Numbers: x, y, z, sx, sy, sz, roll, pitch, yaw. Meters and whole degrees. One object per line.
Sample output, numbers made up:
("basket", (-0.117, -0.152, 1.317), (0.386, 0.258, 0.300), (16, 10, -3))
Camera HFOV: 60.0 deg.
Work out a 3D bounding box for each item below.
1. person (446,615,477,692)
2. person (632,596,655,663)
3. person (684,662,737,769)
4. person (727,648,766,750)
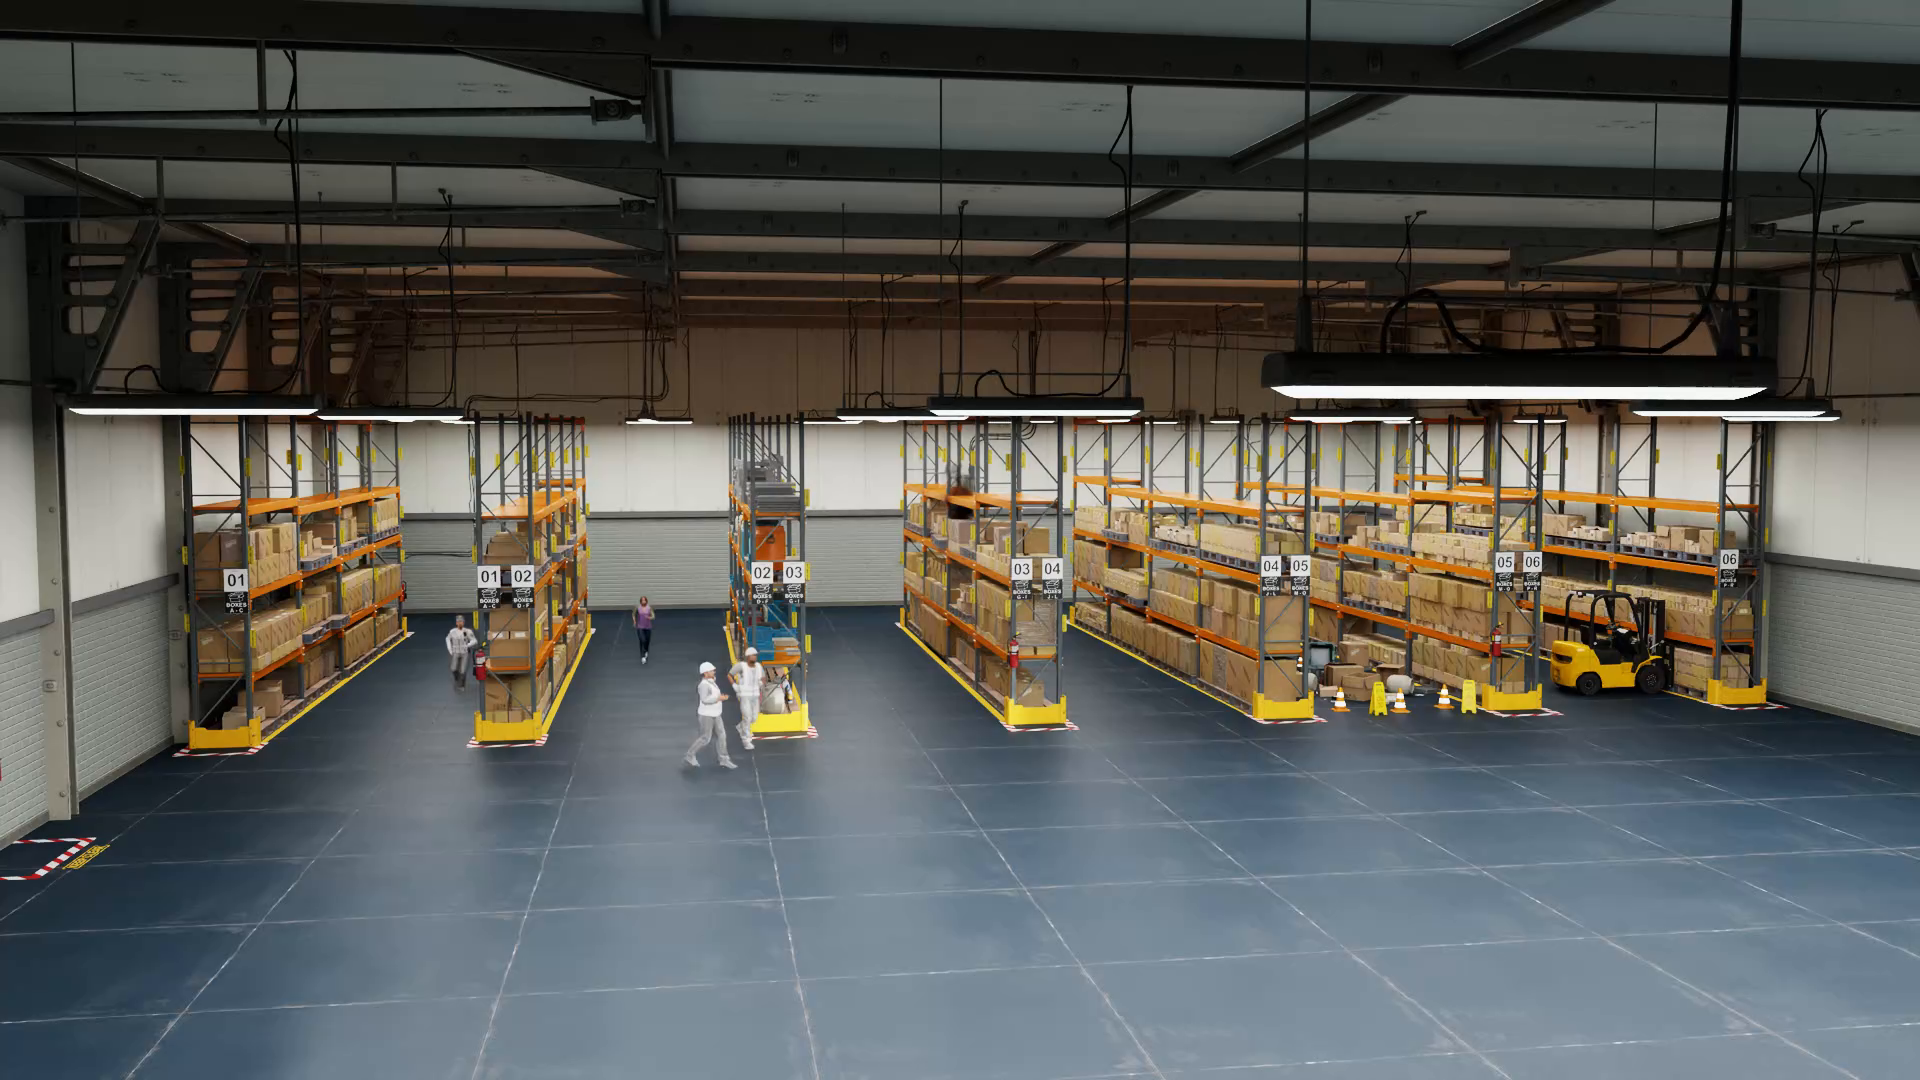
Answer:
("person", (-10.732, 2.446, 35.751), (0.667, 1.666, 0.528), (0, 4, -6))
("person", (-7.685, 2.153, 40.434), (0.531, 1.594, 0.883), (-1, 4, -17))
("person", (-4.165, 2.926, 27.704), (0.881, 1.789, 0.651), (1, 4, 11))
("person", (-3.779, 2.816, 29.952), (0.706, 1.755, 0.968), (-3, 5, -42))
